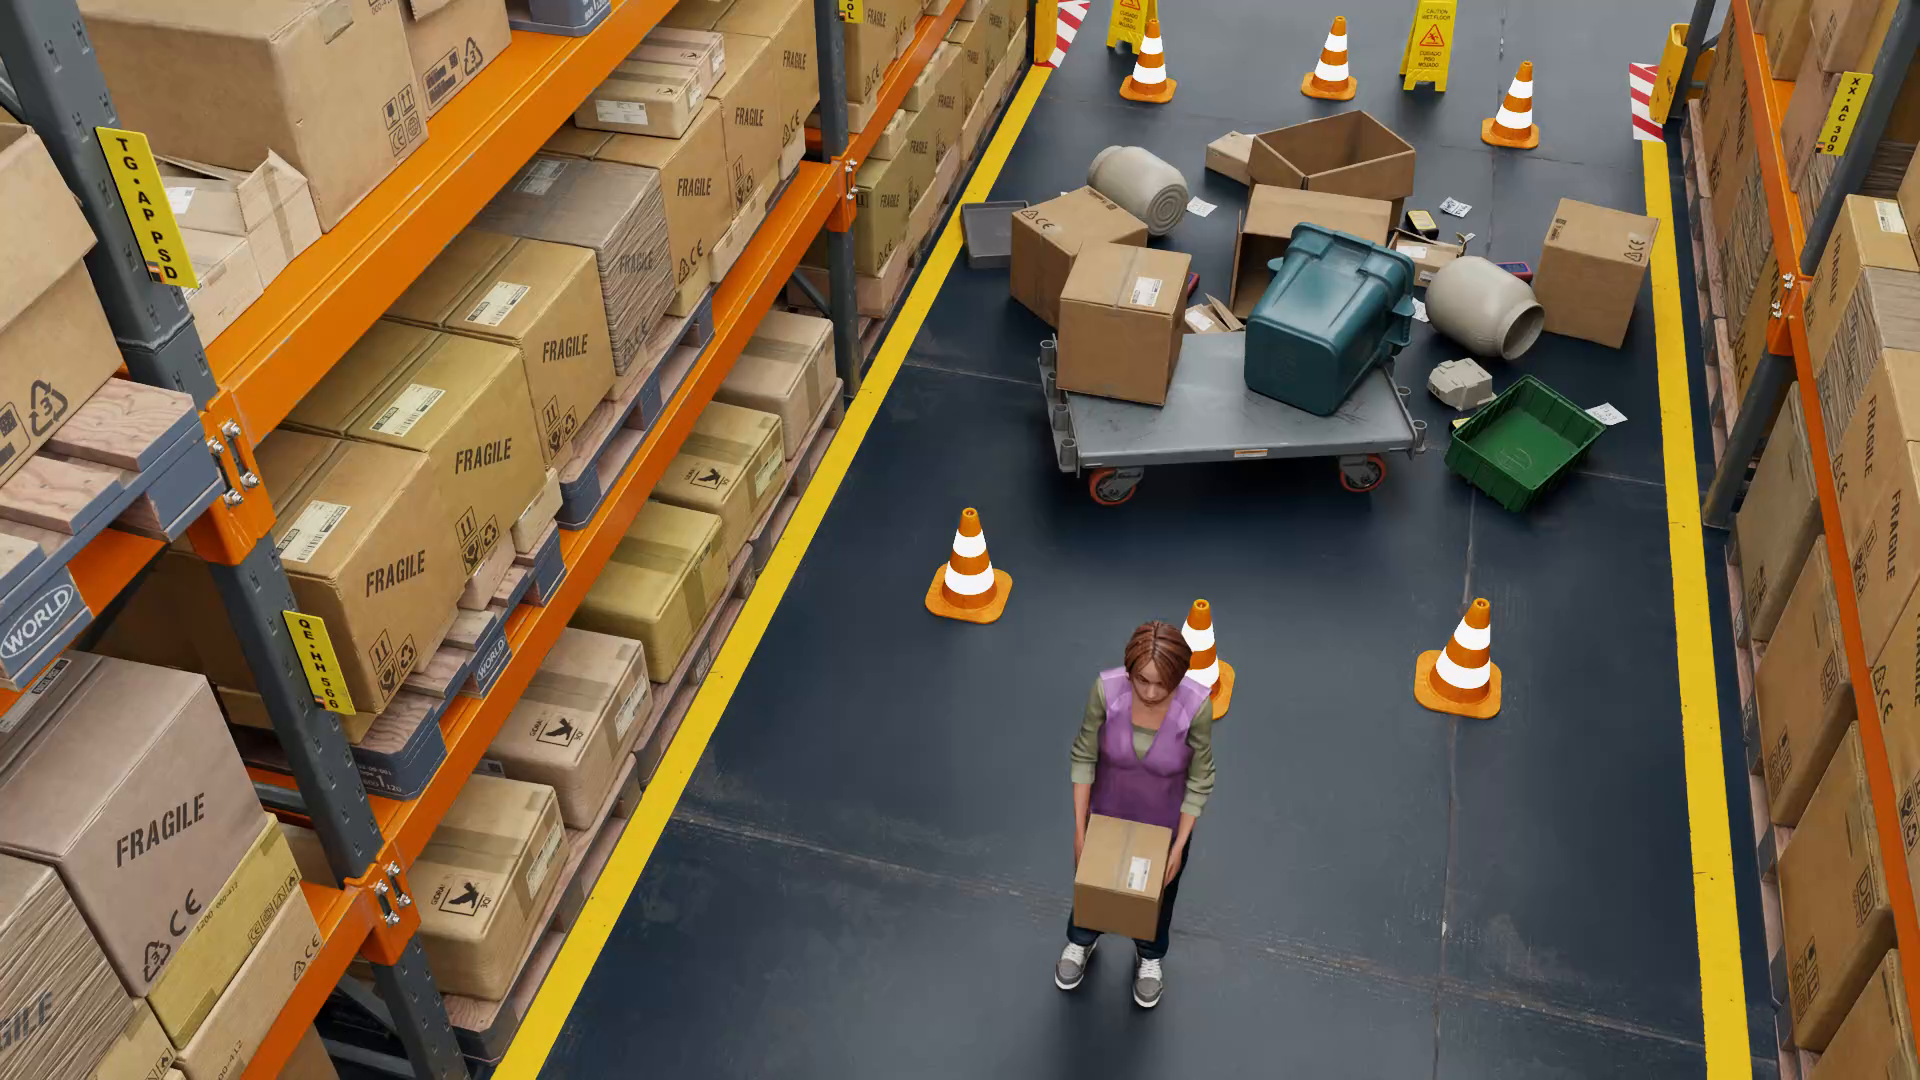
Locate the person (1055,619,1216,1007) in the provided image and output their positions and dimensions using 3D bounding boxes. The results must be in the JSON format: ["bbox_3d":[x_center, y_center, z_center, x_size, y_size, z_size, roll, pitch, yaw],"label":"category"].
[{"bbox_3d":[0.543,0.880,5.168,0.444,1.603,0.411,10,42,11],"label":"person"}]
